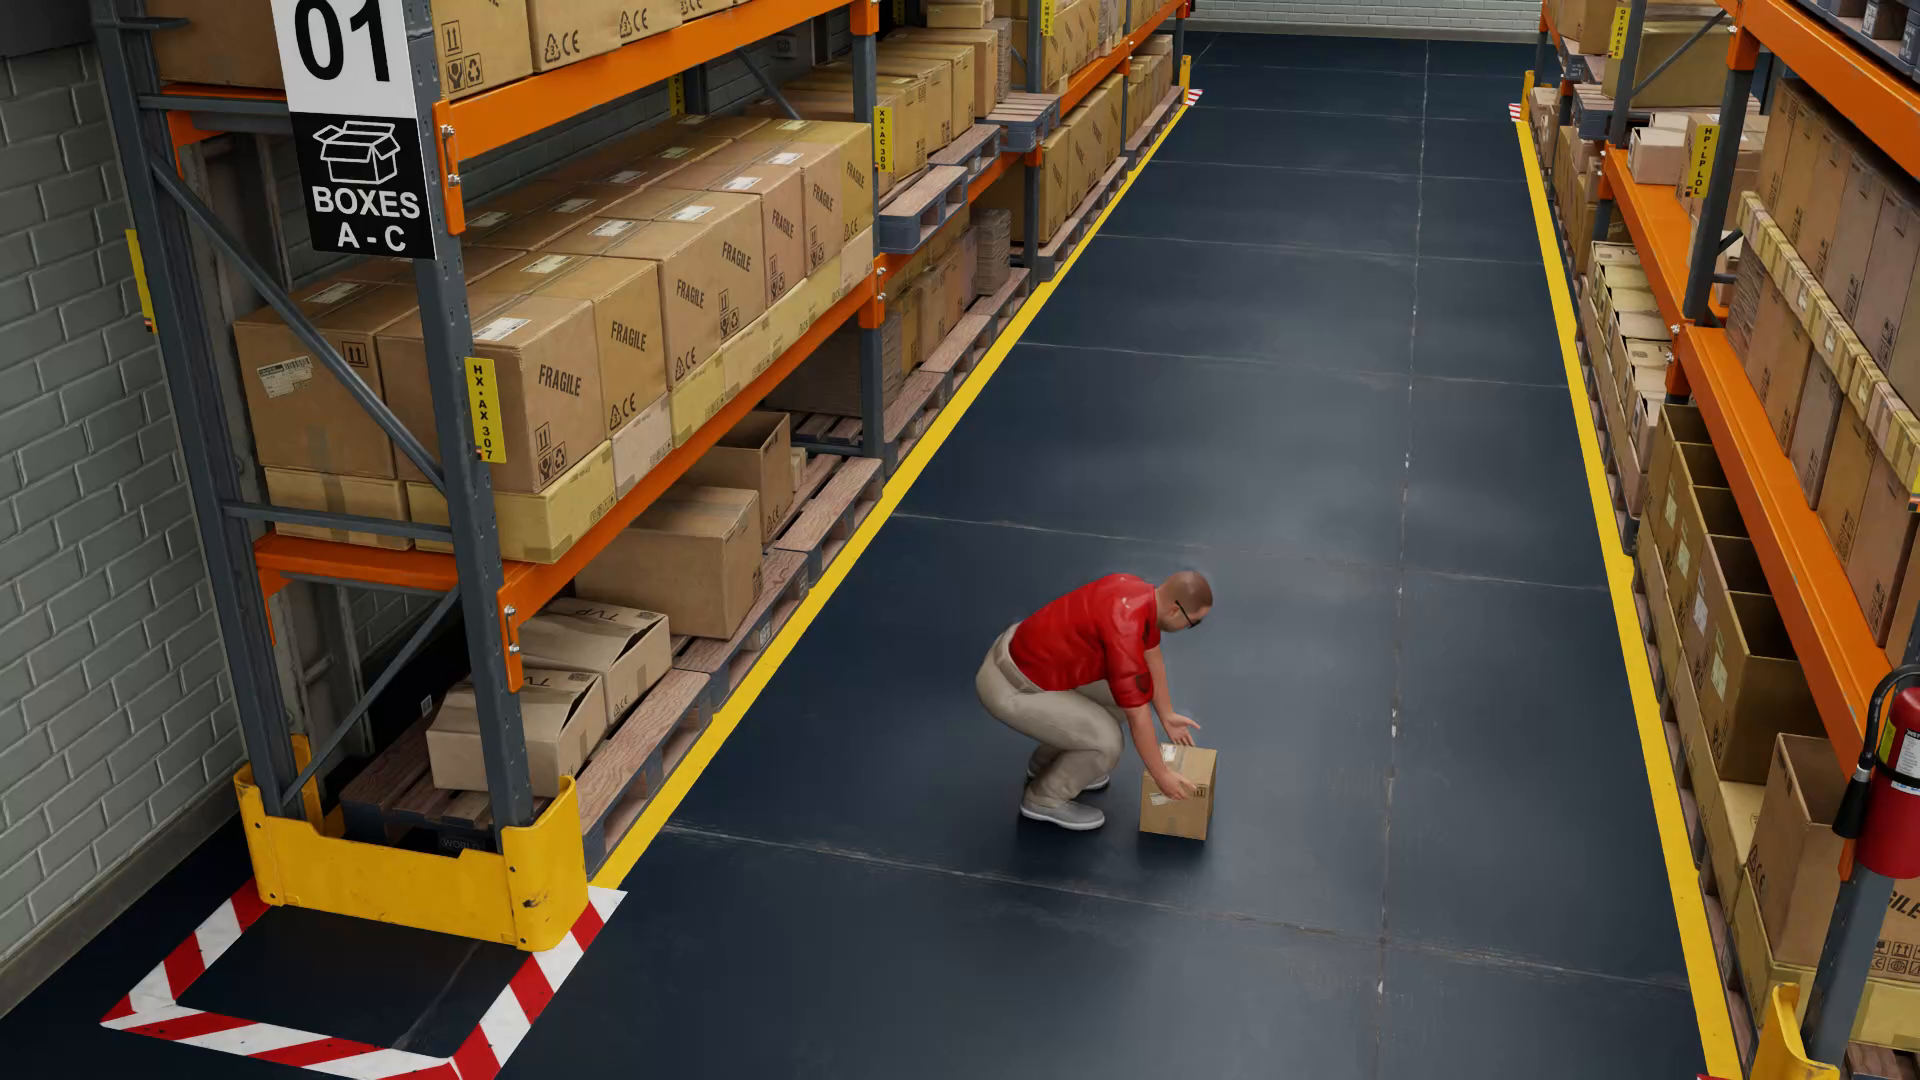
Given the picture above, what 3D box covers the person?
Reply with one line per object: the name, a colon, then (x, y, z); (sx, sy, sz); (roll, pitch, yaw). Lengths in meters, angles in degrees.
person: (0.505, 0.553, 6.298); (0.859, 1.013, 0.557); (6, 26, 13)
